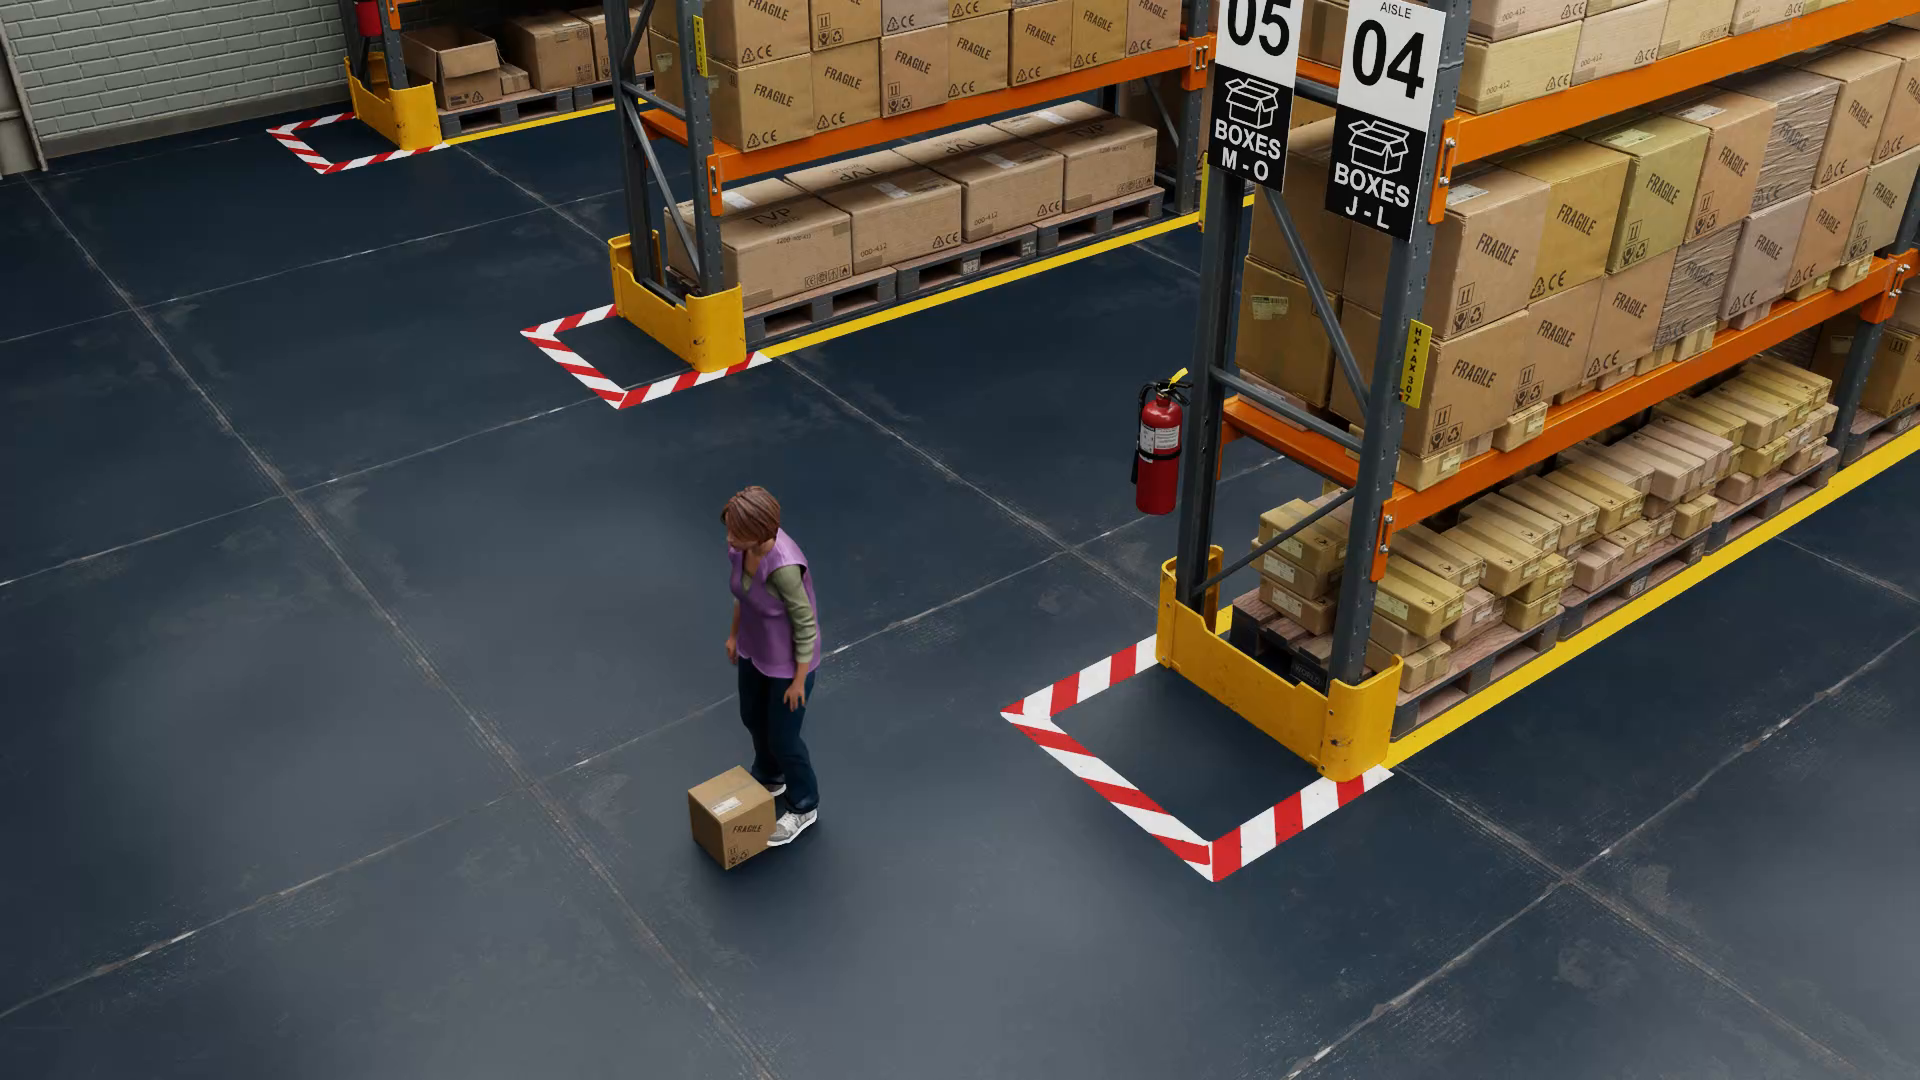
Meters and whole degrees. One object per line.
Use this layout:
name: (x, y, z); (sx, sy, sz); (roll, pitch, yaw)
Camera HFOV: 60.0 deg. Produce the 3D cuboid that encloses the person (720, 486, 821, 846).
person: (-0.725, 0.464, 6.422); (0.340, 1.594, 0.484); (-25, 40, -33)
